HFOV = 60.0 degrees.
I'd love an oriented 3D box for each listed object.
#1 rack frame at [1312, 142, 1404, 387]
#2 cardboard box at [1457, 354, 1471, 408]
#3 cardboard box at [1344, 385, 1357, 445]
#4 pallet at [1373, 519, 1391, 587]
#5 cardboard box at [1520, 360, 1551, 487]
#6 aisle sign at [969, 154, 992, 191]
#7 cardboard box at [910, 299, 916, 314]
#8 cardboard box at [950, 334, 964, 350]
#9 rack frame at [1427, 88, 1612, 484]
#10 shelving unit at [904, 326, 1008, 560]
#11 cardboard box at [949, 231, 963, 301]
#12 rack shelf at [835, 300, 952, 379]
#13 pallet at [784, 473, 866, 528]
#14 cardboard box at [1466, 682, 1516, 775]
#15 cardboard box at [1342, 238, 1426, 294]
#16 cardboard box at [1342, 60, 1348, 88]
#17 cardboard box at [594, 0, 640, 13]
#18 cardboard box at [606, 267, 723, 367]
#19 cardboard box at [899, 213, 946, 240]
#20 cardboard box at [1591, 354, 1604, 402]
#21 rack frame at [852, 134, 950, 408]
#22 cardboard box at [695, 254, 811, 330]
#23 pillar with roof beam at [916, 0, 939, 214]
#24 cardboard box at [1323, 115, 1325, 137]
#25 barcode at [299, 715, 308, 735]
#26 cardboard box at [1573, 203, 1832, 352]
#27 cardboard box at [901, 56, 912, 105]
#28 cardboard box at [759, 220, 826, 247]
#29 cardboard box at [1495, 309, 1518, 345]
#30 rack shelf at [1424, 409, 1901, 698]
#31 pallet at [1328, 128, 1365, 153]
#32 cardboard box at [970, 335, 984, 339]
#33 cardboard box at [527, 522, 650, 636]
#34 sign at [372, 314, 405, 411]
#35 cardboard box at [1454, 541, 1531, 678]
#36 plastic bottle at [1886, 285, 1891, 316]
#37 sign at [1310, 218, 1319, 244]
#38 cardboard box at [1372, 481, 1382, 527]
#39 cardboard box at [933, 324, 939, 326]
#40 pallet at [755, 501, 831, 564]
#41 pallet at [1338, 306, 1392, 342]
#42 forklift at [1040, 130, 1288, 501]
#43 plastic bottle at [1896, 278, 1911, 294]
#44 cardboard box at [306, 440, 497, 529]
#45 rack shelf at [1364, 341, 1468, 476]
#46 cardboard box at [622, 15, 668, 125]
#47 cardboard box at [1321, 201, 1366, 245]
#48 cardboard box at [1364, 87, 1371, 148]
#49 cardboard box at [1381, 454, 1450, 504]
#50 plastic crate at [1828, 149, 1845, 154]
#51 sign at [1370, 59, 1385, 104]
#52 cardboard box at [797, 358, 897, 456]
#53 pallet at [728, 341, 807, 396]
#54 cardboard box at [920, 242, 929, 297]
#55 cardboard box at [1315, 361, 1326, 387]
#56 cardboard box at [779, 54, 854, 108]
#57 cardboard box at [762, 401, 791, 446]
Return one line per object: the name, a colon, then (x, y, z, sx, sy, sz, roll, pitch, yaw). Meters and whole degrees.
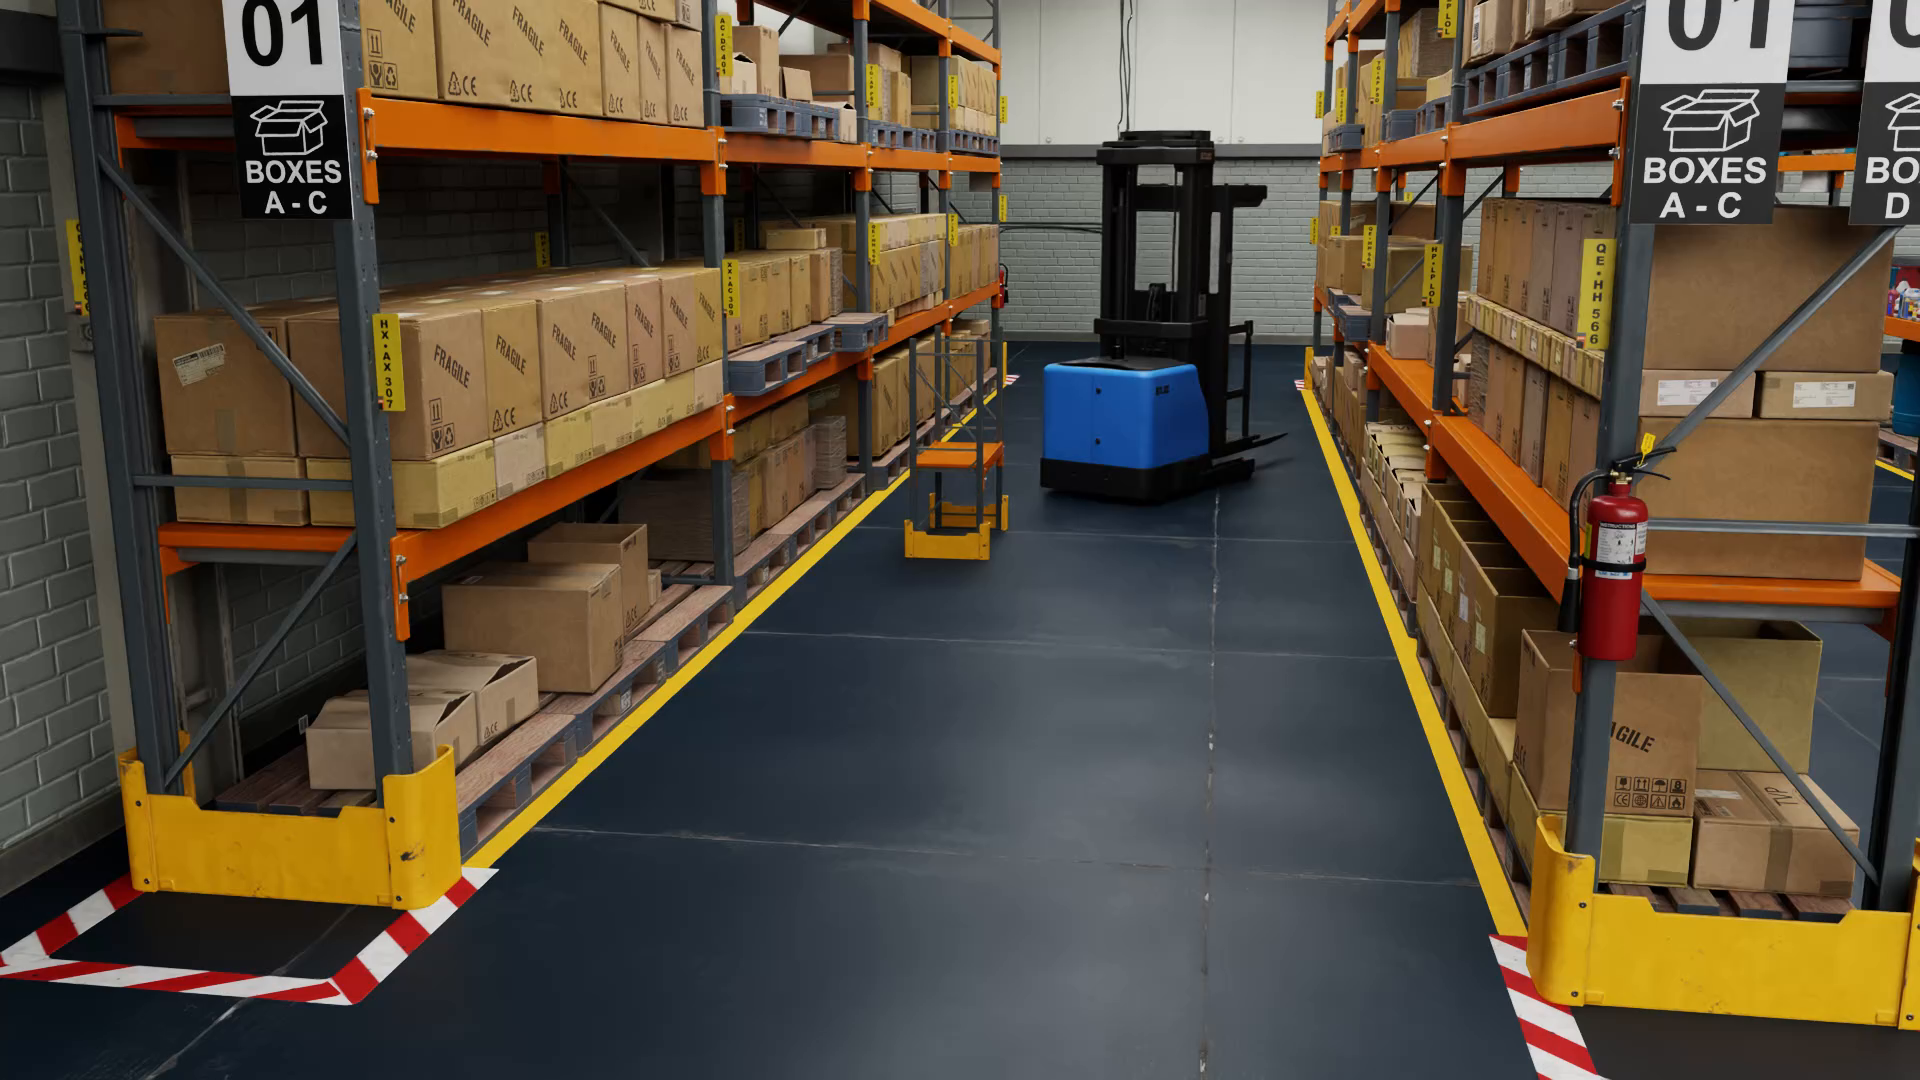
rack frame: (4.898, -3.361, 20.471, 1.000, 3.000, 0.127, 2, 12, 9)
cardboard box: (3.085, -0.894, 9.378, 0.500, 0.250, 0.500, 3, 12, 12)
cardboard box: (3.734, -1.109, 14.907, 0.500, 0.500, 0.500, 1, 12, 7)
pallet: (3.313, 0.090, 11.073, 1.003, 0.211, 1.213, 2, 12, 9)
cardboard box: (2.757, -0.499, 6.950, 0.700, 0.500, 0.500, 2, 12, 10)
aisle sign: (0.311, -4.797, 20.963, 0.394, 0.787, 0.004, 2, 12, 9)
cardboard box: (-0.623, -2.233, 15.783, 0.380, 0.149, 0.250, 2, 12, 7)
cardboard box: (-0.163, -2.207, 18.510, 0.380, 0.149, 0.250, 2, 12, 11)
rack frame: (3.053, -0.863, 8.880, 1.000, 3.000, 0.127, 2, 12, 9)
shelving unit: (-0.012, -0.717, 11.762, 0.587, 1.500, 1.083, 2, 12, 9)
cardboard box: (-0.513, -2.948, 17.838, 0.980, 0.700, 0.700, 2, 12, 10)
rack shelf: (-0.920, -1.921, 15.492, 1.077, 0.370, 4.000, 2, 12, 9)
pallet: (-1.349, -0.330, 13.024, 1.003, 0.211, 1.213, 2, 12, 9)
cardboard box: (2.368, 0.778, 6.792, 0.500, 0.250, 0.500, 2, 12, 9)
cardboard box: (3.946, -2.546, 15.455, 0.700, 0.500, 0.500, 4, 13, 18)
cardboard box: (4.535, -4.948, 18.102, 0.700, 0.500, 0.500, 2, 12, 9)
cardboard box: (-1.796, -2.700, 7.625, 0.500, 0.500, 0.500, 1, 12, 7)
cardboard box: (-1.610, -1.218, 9.053, 0.500, 0.500, 0.500, 2, 12, 9)
cardboard box: (-0.431, -3.154, 16.736, 0.500, 0.250, 0.500, 2, 12, 10)
cardboard box: (2.347, -0.537, 5.588, 0.380, 0.149, 0.250, 2, 12, 10)
rack frame: (-0.612, -2.689, 17.348, 1.000, 3.000, 0.127, 2, 12, 9)
cardboard box: (-1.459, -1.762, 11.766, 0.700, 0.500, 0.500, 2, 12, 9)
pillar with roof beam: (3.817, -6.904, 22.671, 9.100, 9.000, 0.400, 2, 12, 9)
cardboard box: (4.562, -4.900, 19.661, 0.500, 0.250, 0.500, 2, 12, 9)
barcode: (-2.655, 0.747, 6.726, 0.001, 0.075, 0.075, 2, 12, 9)
cardboard box: (2.606, -0.931, 5.878, 0.700, 0.500, 0.500, 2, 12, 7)
cardboard box: (-0.735, -4.855, 17.624, 0.500, 0.500, 0.500, 2, 12, 8)
cardboard box: (-1.414, -2.529, 13.839, 0.500, 0.250, 0.500, 2, 12, 10)
cardboard box: (2.664, -0.967, 7.584, 0.380, 0.149, 0.250, 1, 12, 7)
rack shelf: (2.745, -0.095, 7.024, 1.077, 0.370, 4.000, 2, 12, 9)
pallet: (4.114, -3.770, 15.692, 1.213, 0.211, 1.003, 2, 12, 9)
cardboard box: (-0.083, -2.251, 20.257, 0.700, 0.500, 0.500, 2, 12, 8)
cardboard box: (-1.963, 0.201, 8.830, 0.500, 0.500, 0.500, 1, 12, 4)
sign: (-1.922, -0.596, 5.585, 0.100, 0.325, 0.005, 2, 12, 9)
cardboard box: (2.444, 0.308, 7.196, 0.500, 0.500, 0.500, 2, 12, 9)
plastic bottle: (8.699, -2.248, 15.581, 0.061, 0.283, 0.133, 2, 12, 9)
sign: (4.362, -3.802, 20.461, 0.100, 0.325, 0.005, 2, 12, 9)
cardboard box: (3.147, -0.245, 11.539, 0.500, 0.250, 0.500, 2, 12, 7)
cardboard box: (-0.339, -2.495, 19.846, 0.380, 0.149, 0.250, 2, 12, 9)
pallet: (-1.539, -0.077, 11.849, 1.003, 0.211, 1.213, 2, 12, 9)
pallet: (3.703, -1.746, 13.429, 1.213, 0.211, 1.003, 2, 12, 9)
forklift: (1.925, -2.000, 14.316, 1.130, 2.935, 3.031, 9, 15, 34)
plastic bottle: (8.796, -2.272, 15.534, 0.144, 0.351, 0.185, 2, 12, 9)
cardboard box: (-2.069, -0.218, 6.195, 0.500, 0.250, 0.500, 2, 12, 7)
rack shelf: (3.360, -0.928, 10.888, 1.077, 0.370, 4.000, 2, 12, 9)
cardboard box: (-1.766, -2.330, 8.281, 0.500, 0.500, 0.500, 1, 12, 4)
cardboard box: (4.497, -3.706, 19.460, 0.500, 0.500, 0.500, 2, 12, 9)
cardboard box: (3.860, -3.518, 13.838, 0.910, 0.500, 0.500, 2, 12, 9)
cardboard box: (3.066, -0.409, 10.971, 0.500, 0.311, 0.500, 2, 12, 8)
plastic crate: (8.997, -3.982, 16.856, 0.293, 0.136, 0.466, 2, 12, 9)
sign: (3.132, -3.433, 12.457, 0.100, 0.325, 0.005, 2, 12, 9)
cardboard box: (-0.985, -1.159, 14.358, 0.750, 0.750, 0.750, 2, 12, 8)
pallet: (-1.581, -1.084, 10.358, 1.003, 0.211, 1.213, 2, 12, 9)
cardboard box: (-0.588, -2.577, 15.842, 0.500, 0.500, 0.500, 2, 12, 9)
cardboard box: (4.381, -1.920, 19.266, 0.500, 0.250, 0.500, 2, 12, 9)
cardboard box: (-1.211, -3.687, 13.580, 0.700, 0.500, 0.500, 1, 12, 4)
cardboard box: (-1.510, -0.840, 11.881, 0.500, 0.250, 0.500, 2, 12, 8)
